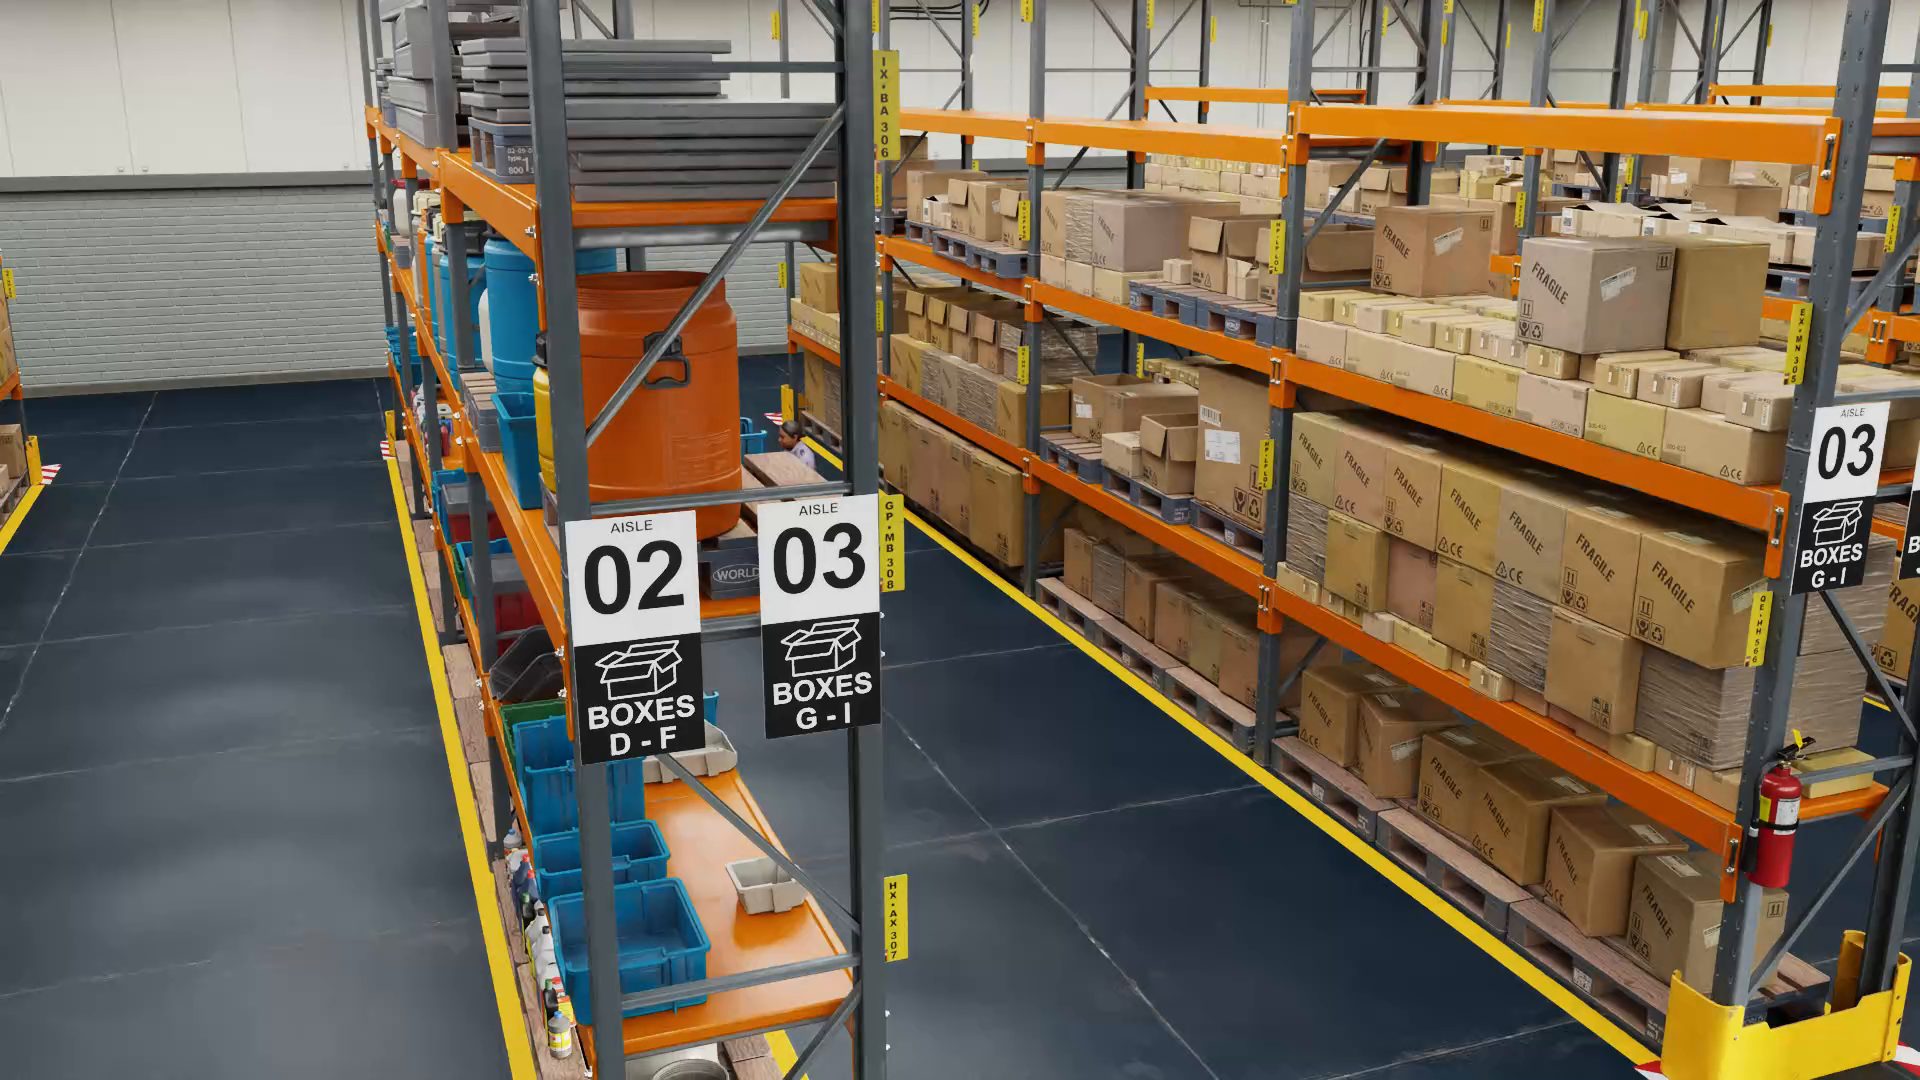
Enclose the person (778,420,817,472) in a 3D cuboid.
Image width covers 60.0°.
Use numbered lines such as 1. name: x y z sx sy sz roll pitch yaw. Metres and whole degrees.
1. person: -1.395 -0.240 14.396 0.375 1.650 0.548 -7 17 -23
